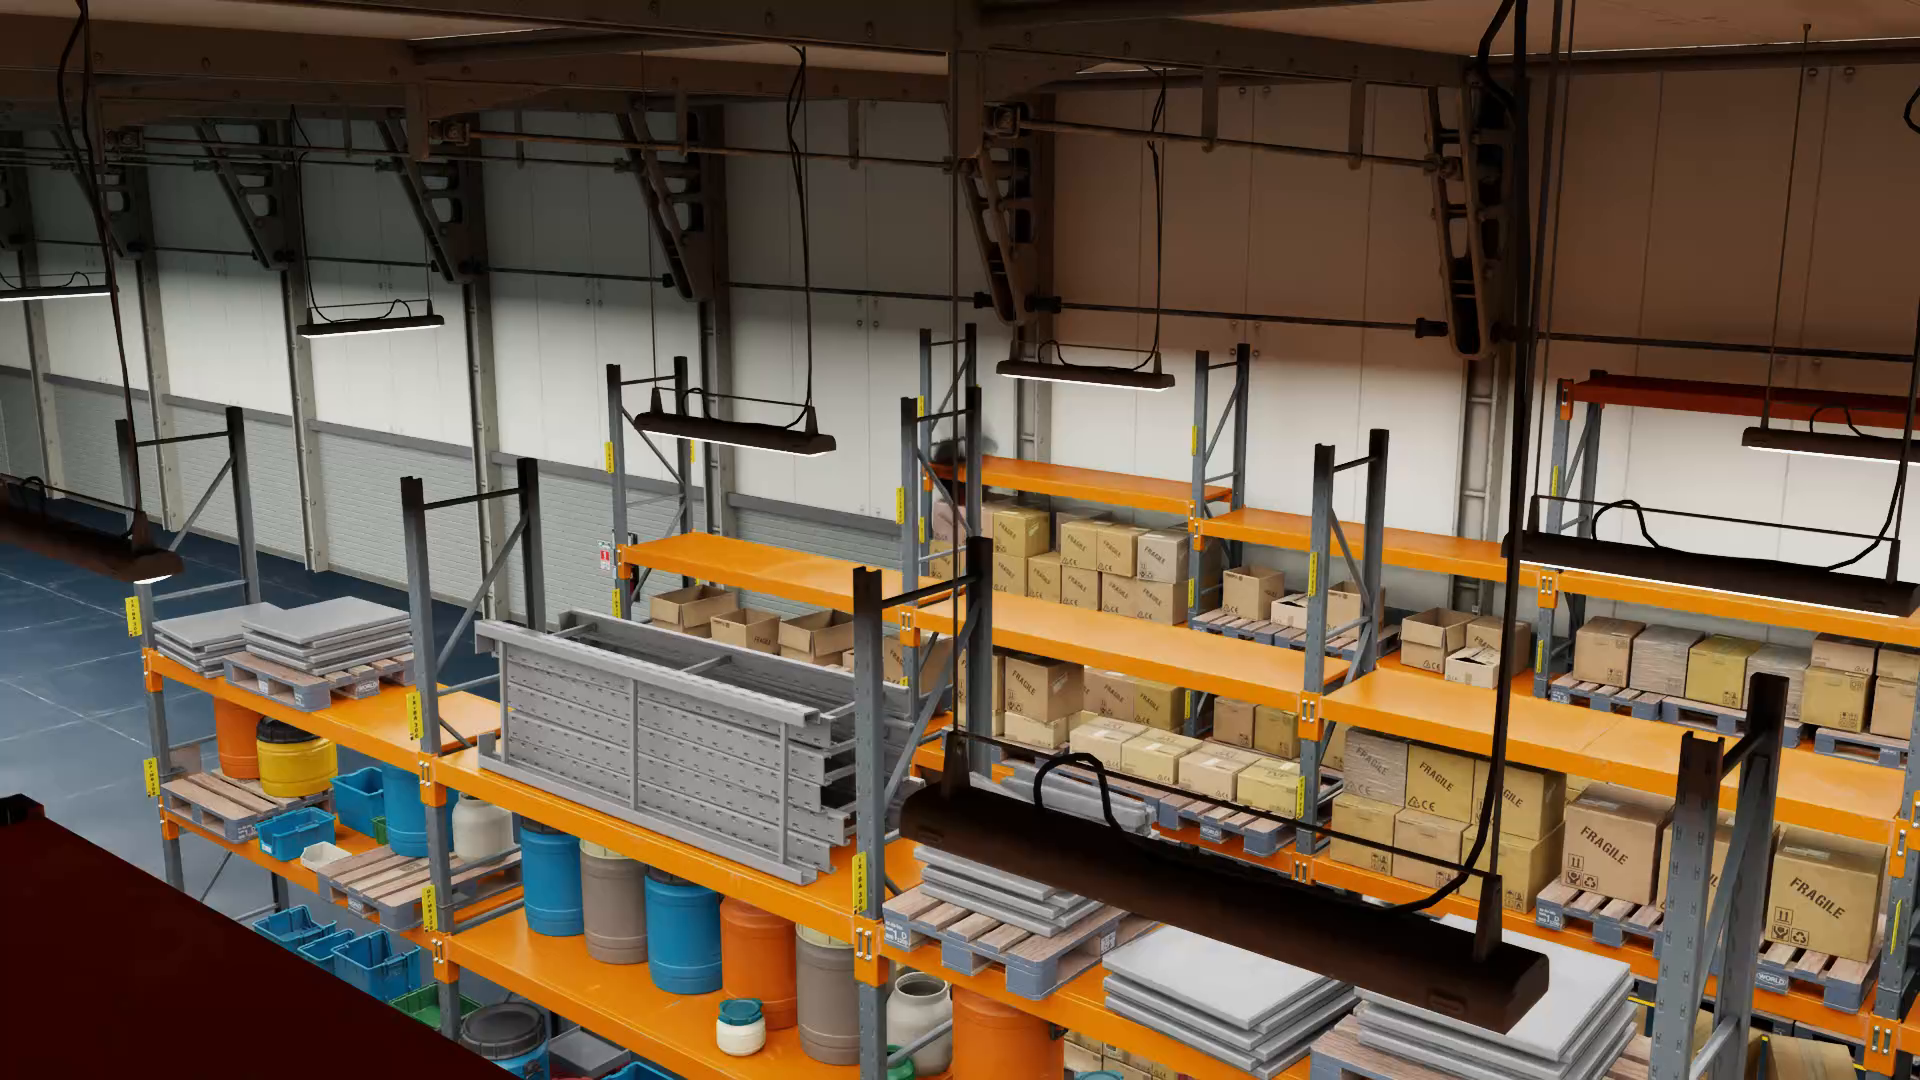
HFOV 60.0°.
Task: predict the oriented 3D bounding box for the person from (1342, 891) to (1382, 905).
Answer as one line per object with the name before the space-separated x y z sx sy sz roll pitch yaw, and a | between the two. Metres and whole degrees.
person | 3.822 3.709 15.888 0.641 1.734 0.708 9 15 34

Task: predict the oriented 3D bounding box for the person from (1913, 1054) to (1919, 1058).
person | 7.778 4.340 13.238 0.532 1.662 0.598 7 14 28
